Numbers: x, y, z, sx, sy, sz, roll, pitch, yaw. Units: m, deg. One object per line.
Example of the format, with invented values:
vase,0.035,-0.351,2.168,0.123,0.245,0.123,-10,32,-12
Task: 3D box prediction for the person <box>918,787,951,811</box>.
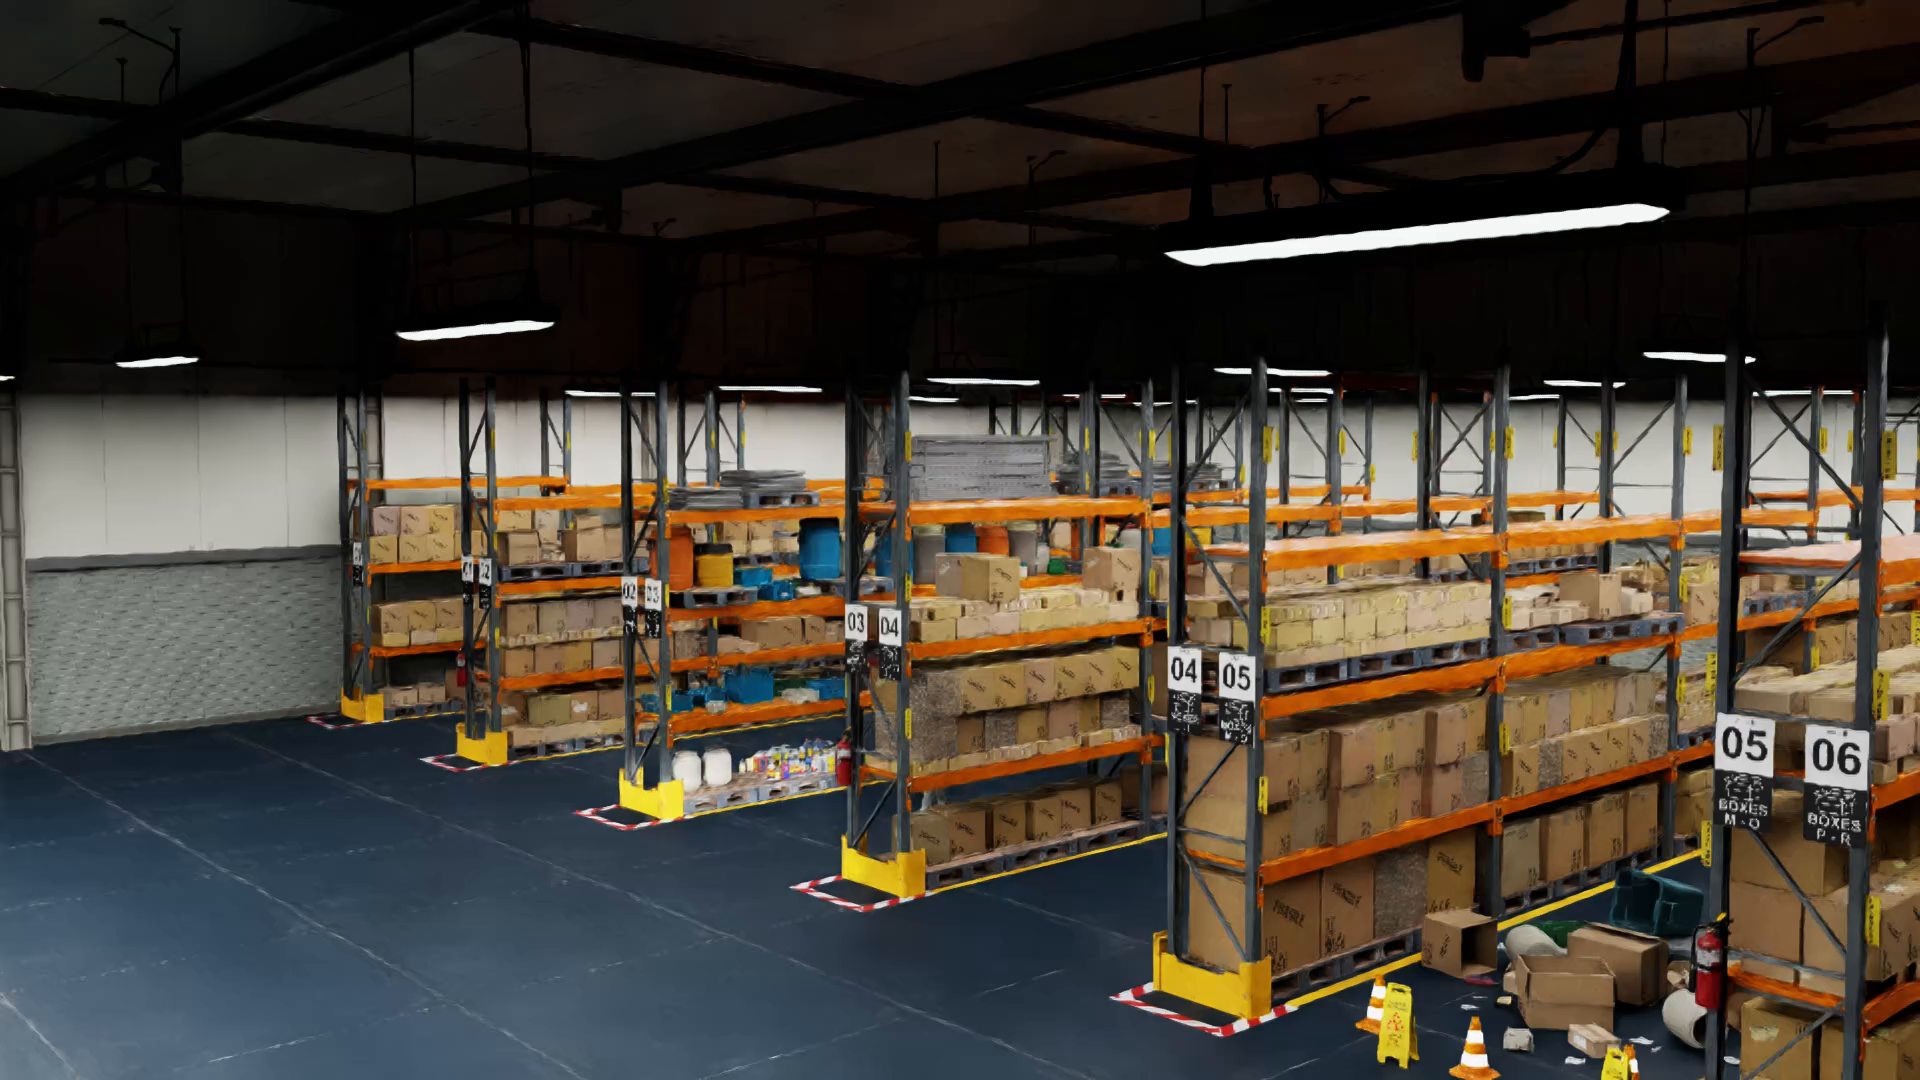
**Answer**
person,-0.438,2.846,22.190,0.571,1.706,1.033,3,5,40
